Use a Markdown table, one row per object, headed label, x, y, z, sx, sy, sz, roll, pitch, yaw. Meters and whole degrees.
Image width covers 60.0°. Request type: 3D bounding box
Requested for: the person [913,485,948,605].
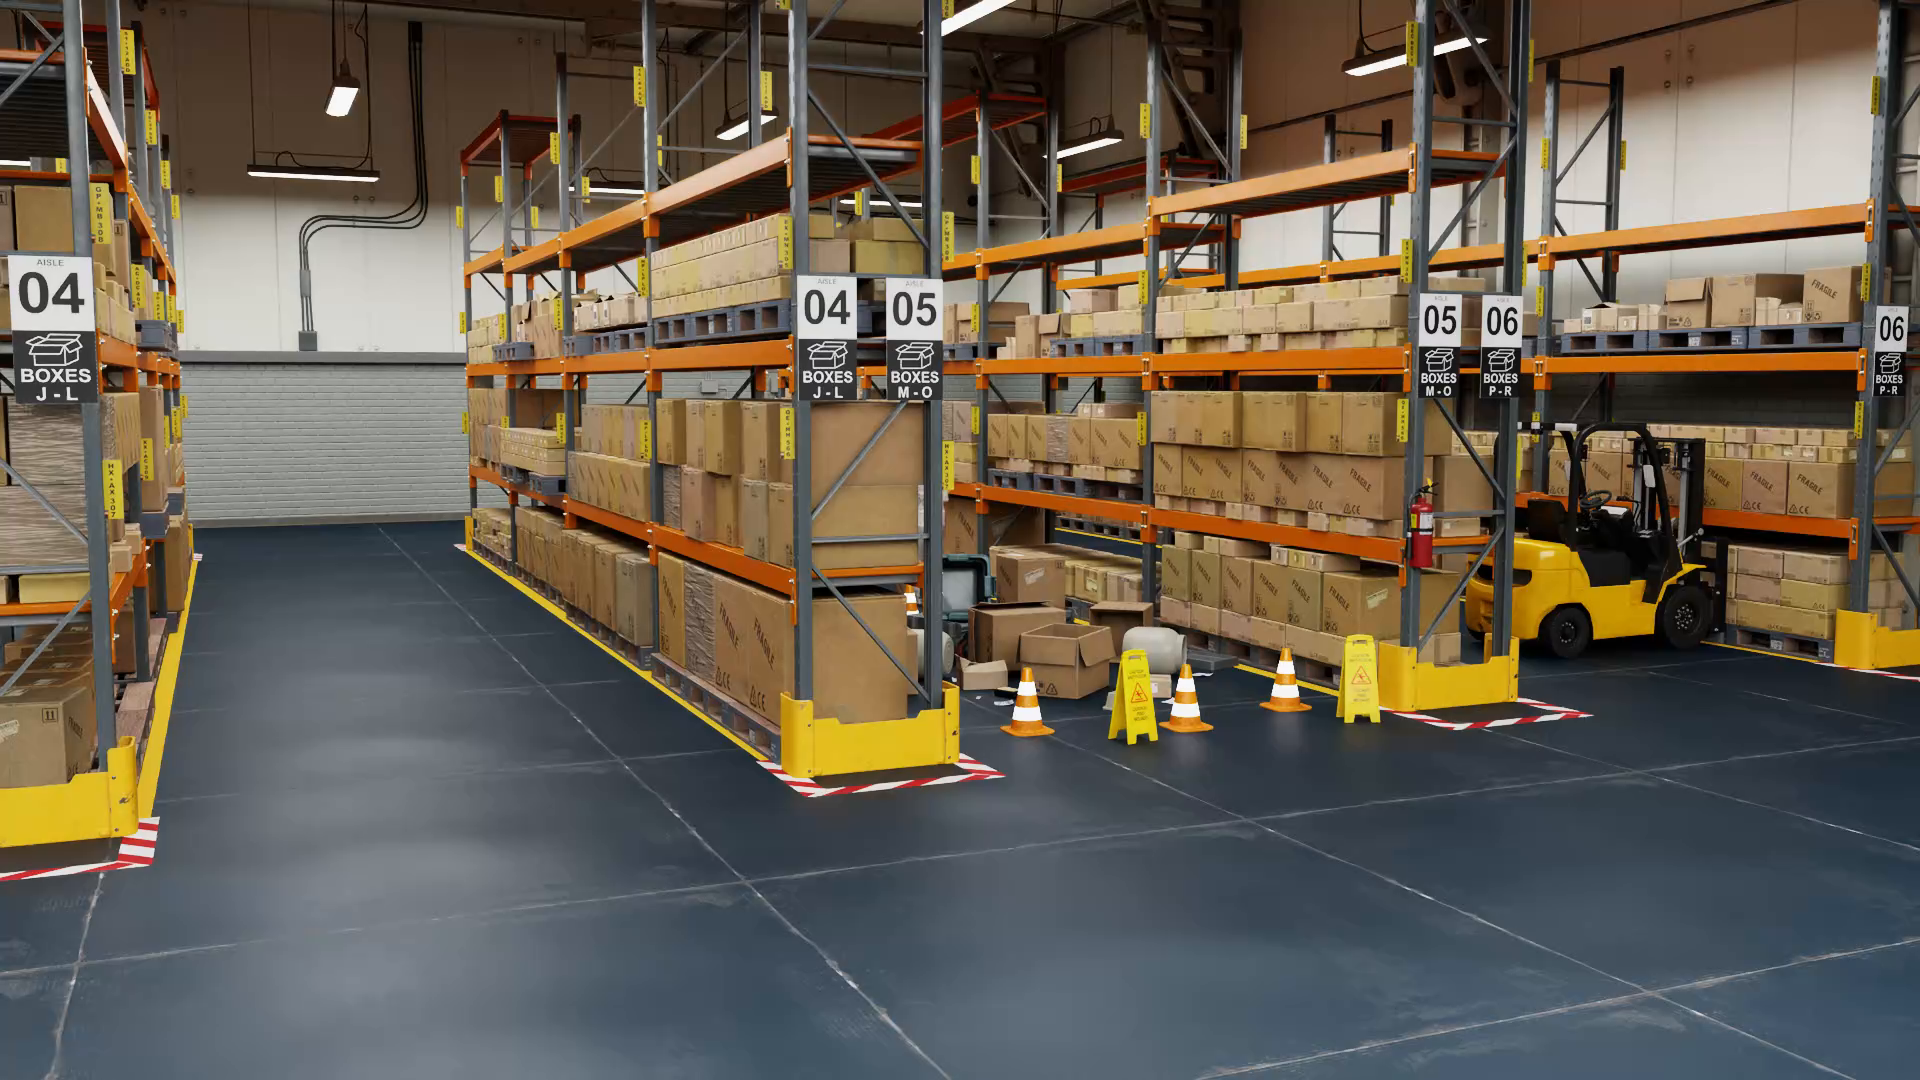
| label | x | y | z | sx | sy | sz | roll | pitch | yaw |
| --- | --- | --- | --- | --- | --- | --- | --- | --- | --- |
| person | -0.405 | -0.132 | 19.049 | 0.529 | 1.742 | 0.392 | -2 | 6 | -23 |
